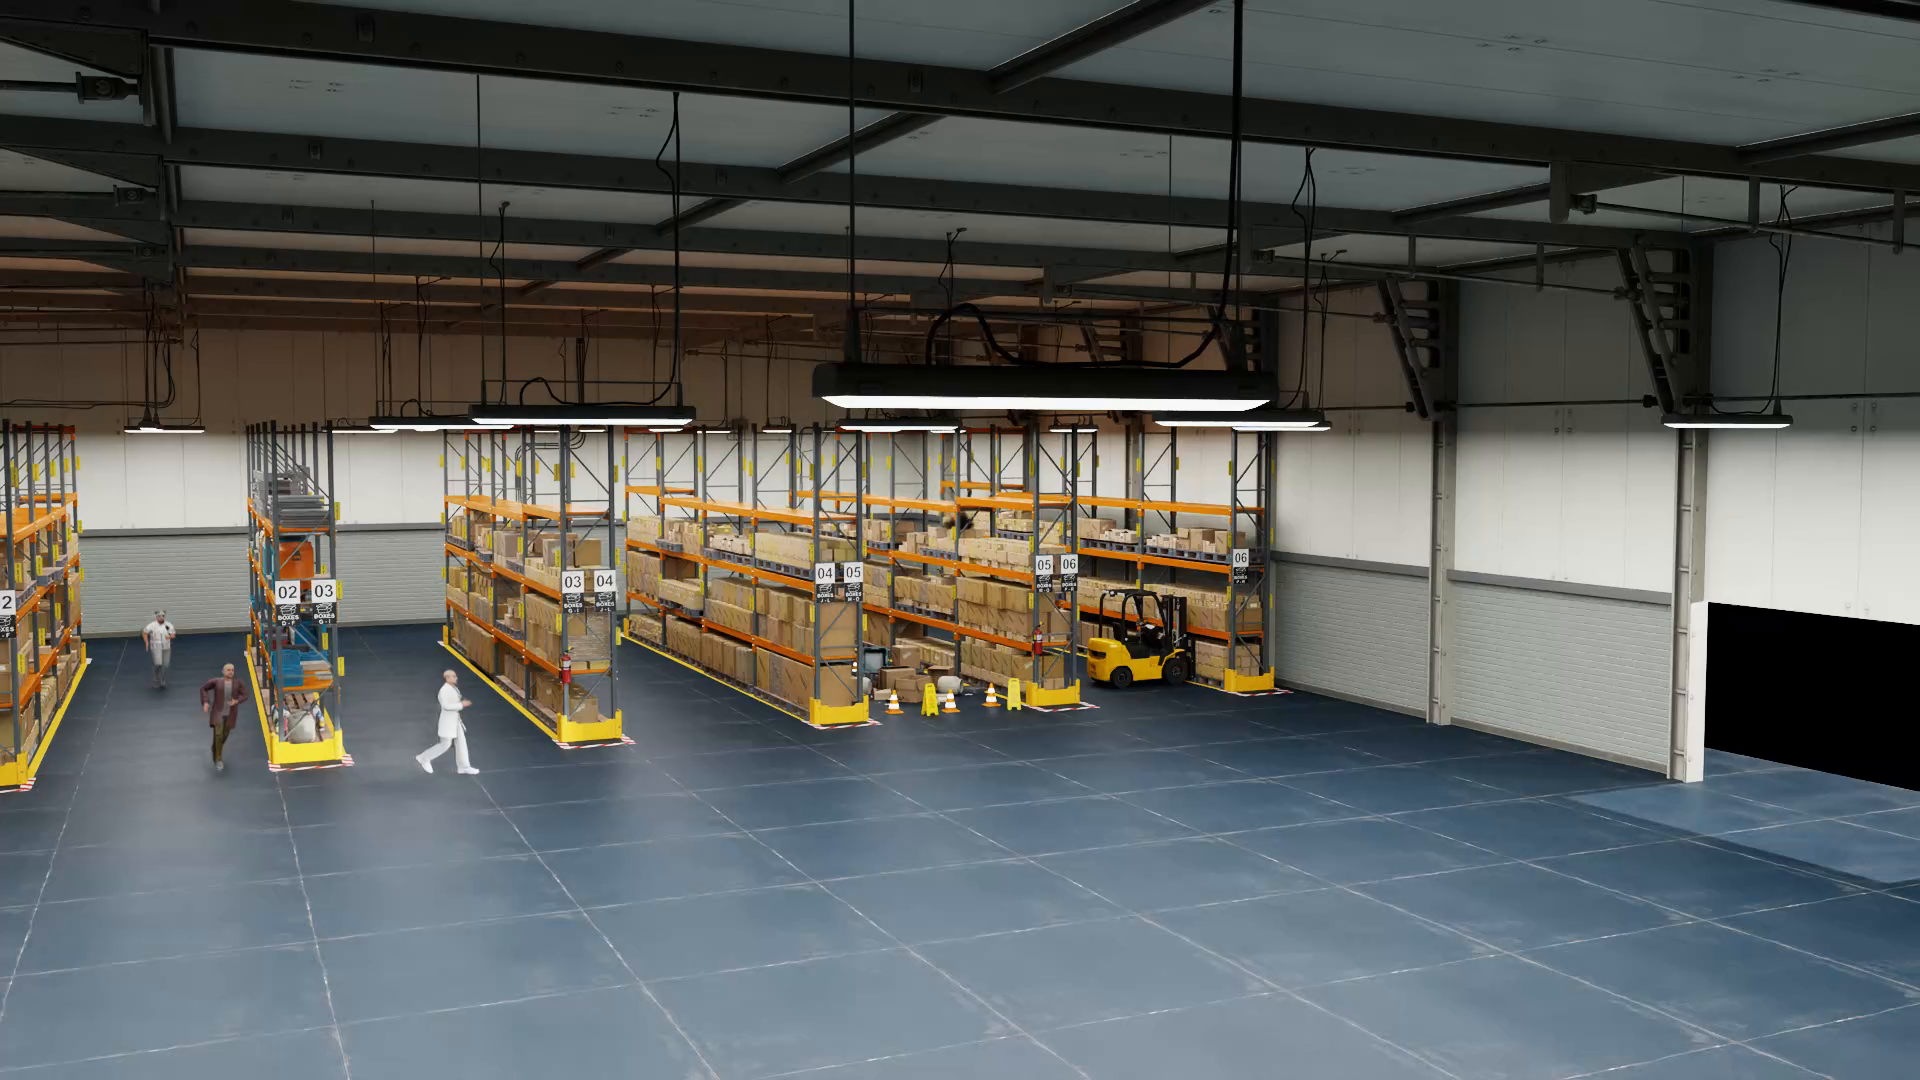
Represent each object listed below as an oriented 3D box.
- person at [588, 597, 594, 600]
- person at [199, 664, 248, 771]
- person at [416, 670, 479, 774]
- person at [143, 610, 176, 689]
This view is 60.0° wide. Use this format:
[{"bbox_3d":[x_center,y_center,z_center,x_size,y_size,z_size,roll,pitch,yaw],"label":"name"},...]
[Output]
[{"bbox_3d":[-10.720,1.957,47.293,0.695,1.694,0.808,0,4,3],"label":"person"},{"bbox_3d":[-12.789,3.153,28.950,0.746,1.602,0.988,-3,4,-37],"label":"person"},{"bbox_3d":[-8.609,3.063,27.943,1.030,1.757,0.706,0,4,0],"label":"person"},{"bbox_3d":[-18.153,2.488,37.777,0.632,1.818,0.733,-3,5,-40],"label":"person"}]
